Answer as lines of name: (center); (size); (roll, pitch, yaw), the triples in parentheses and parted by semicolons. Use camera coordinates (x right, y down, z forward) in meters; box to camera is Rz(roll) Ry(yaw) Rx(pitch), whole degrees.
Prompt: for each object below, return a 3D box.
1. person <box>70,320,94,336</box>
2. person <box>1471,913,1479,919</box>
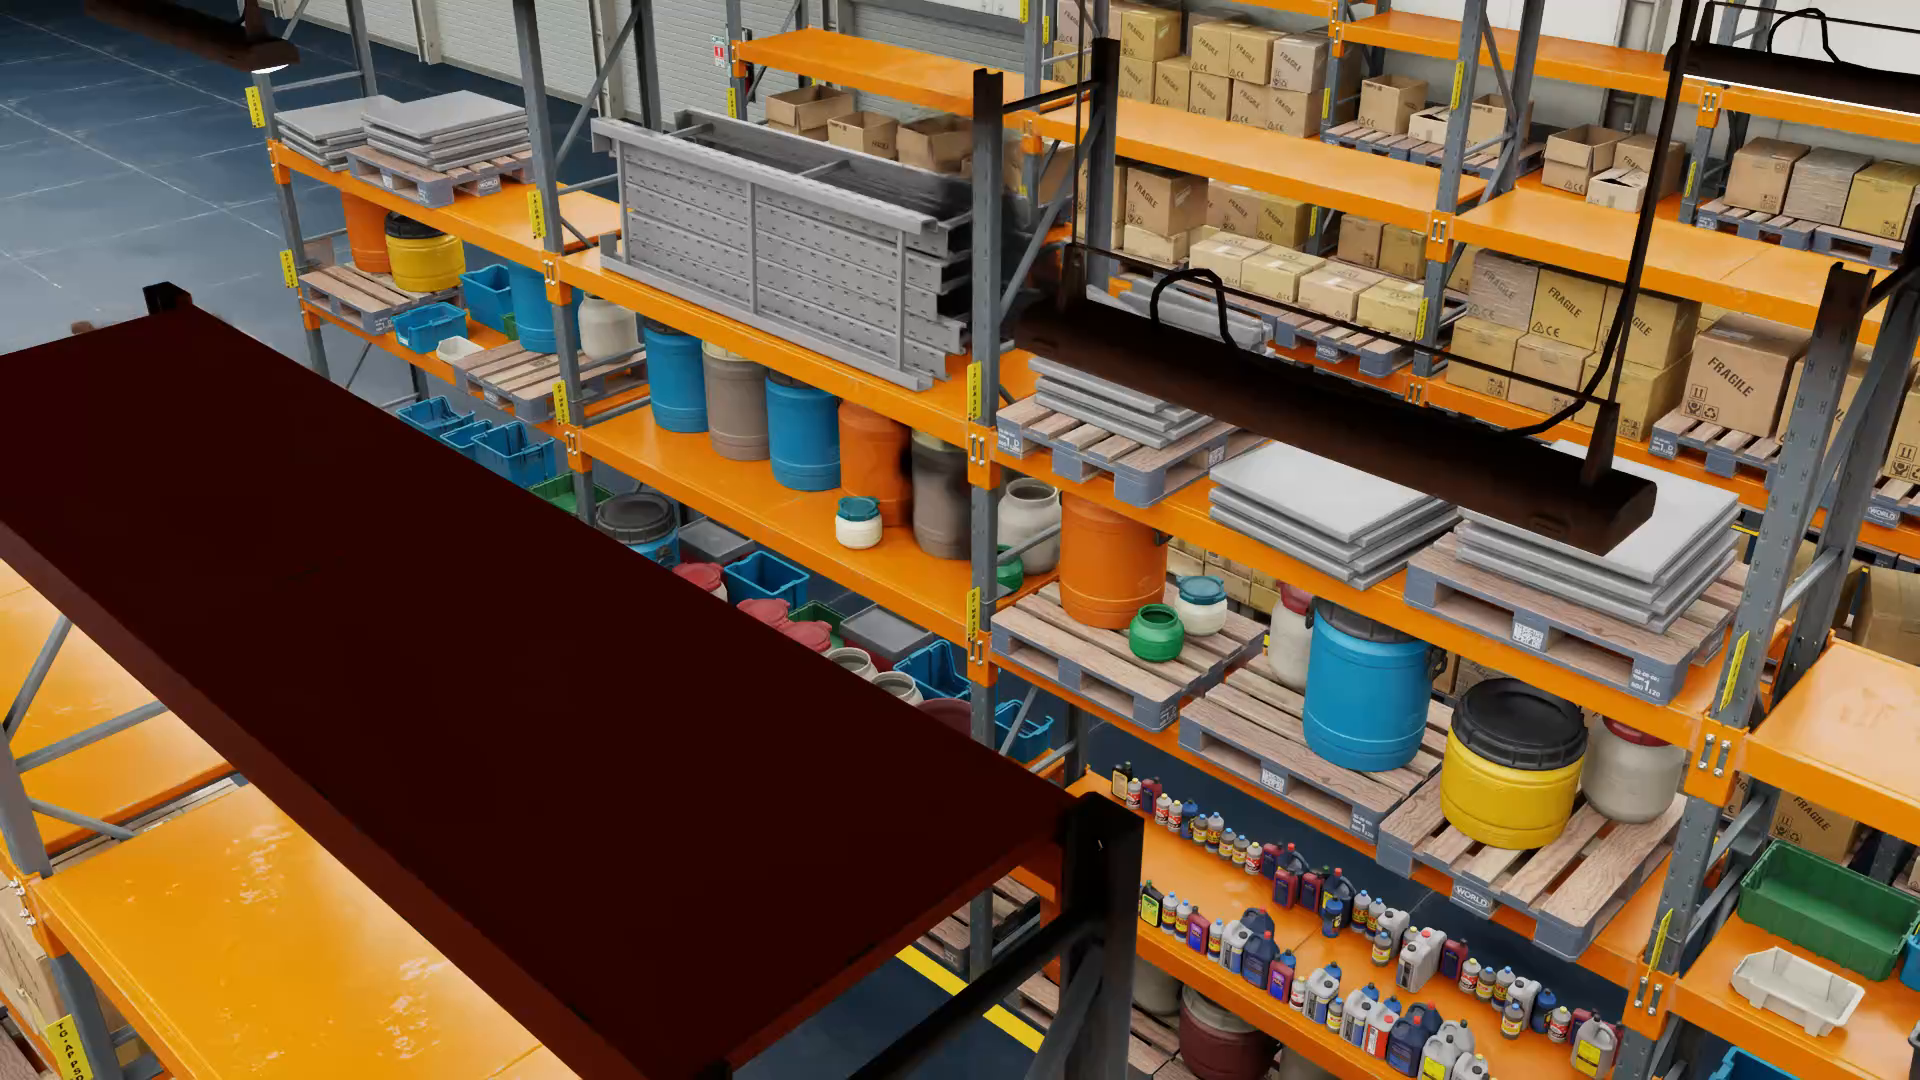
person: (-8.949, -1.536, 17.368); (0.698, 1.642, 0.501); (-14, 32, -23)
person: (3.393, 1.844, 11.095); (0.562, 1.447, 0.717); (-25, 38, -37)
